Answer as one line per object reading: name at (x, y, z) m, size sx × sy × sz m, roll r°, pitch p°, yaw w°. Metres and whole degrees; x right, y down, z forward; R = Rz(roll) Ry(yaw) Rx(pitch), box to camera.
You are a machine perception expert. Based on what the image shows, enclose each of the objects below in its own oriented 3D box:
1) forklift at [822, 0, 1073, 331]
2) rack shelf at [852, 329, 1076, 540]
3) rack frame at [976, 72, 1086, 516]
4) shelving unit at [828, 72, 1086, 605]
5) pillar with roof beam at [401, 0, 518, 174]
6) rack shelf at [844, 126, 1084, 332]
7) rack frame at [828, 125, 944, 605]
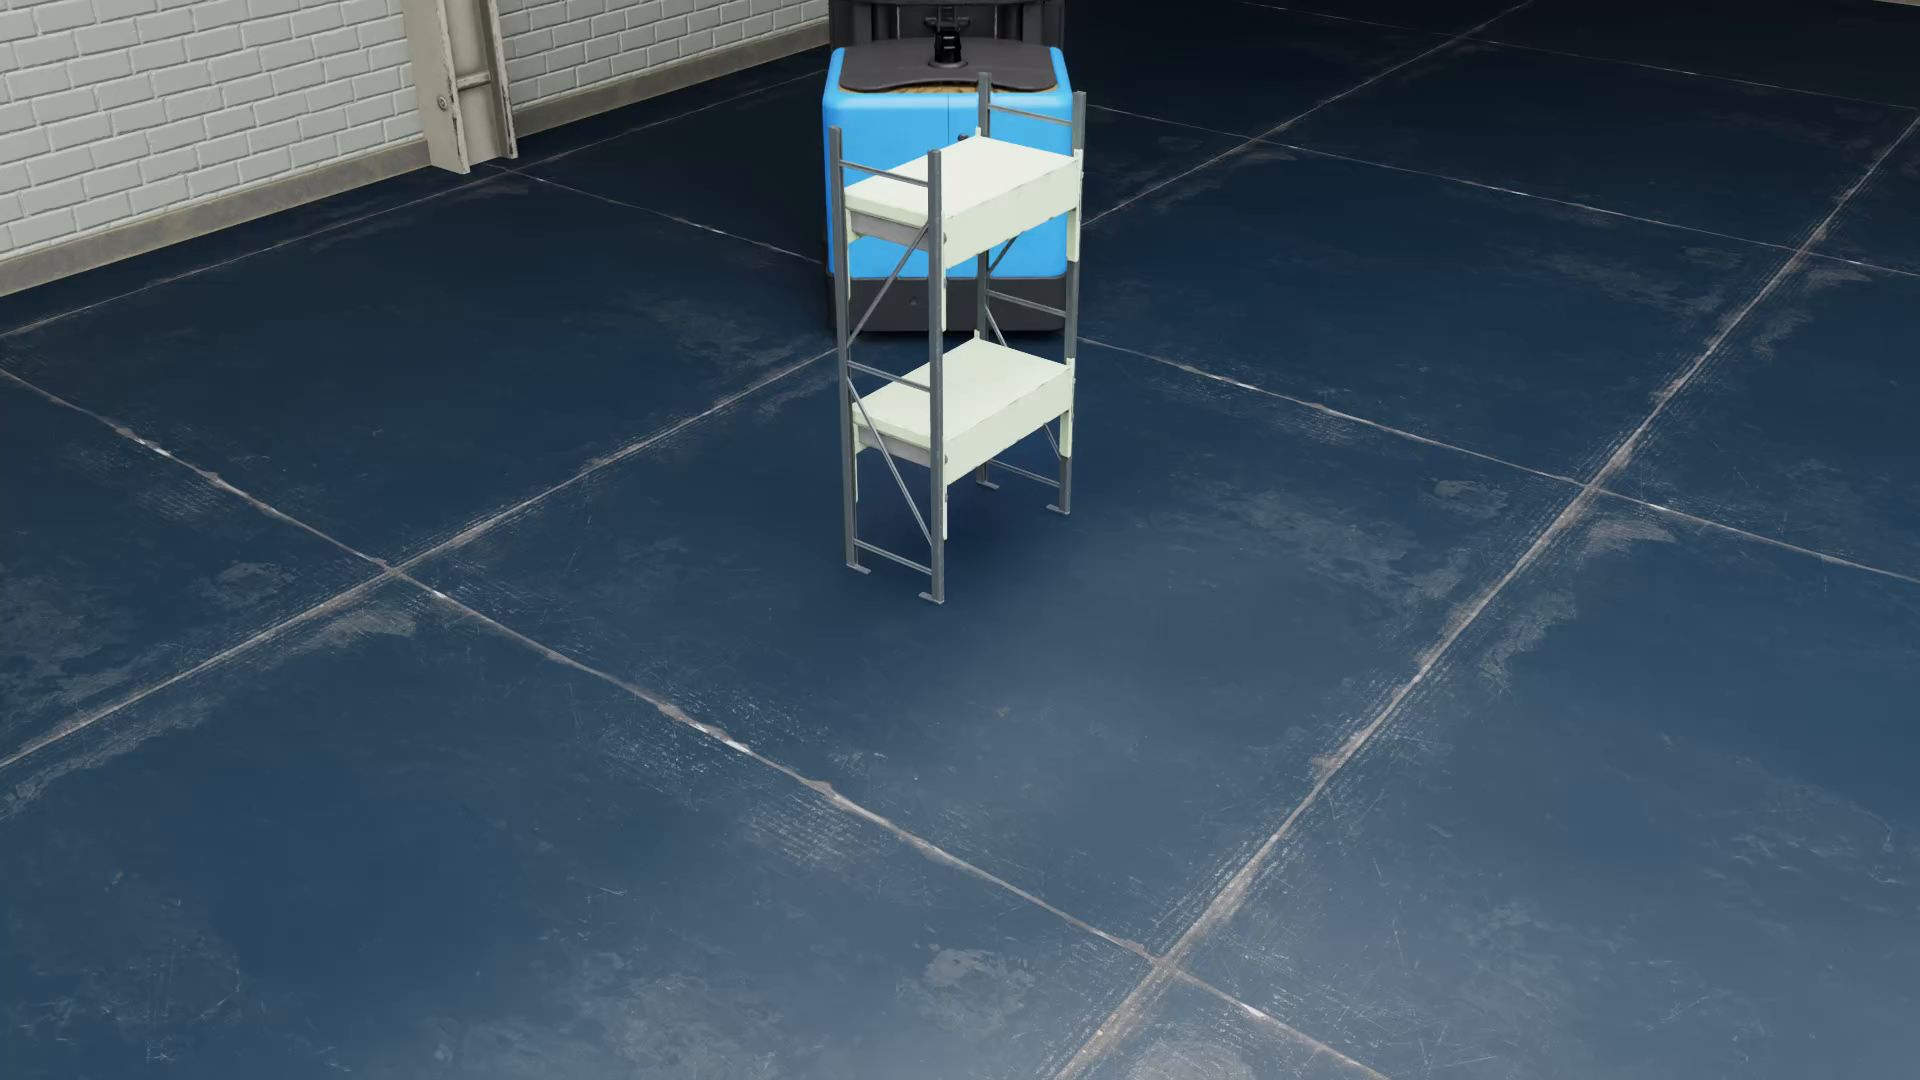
forklift at (-0.065, -2.865, 7.710) m, size 1.130 × 2.935 × 3.031 m, roll 0°, pitch 31°, yaw -1°
rack shelf at (0.004, -0.367, 5.538) m, size 0.431 × 0.370 × 0.720 m, roll 21°, pitch 37°, yaw 31°
rack frame at (0.225, -0.797, 5.623) m, size 0.400 × 1.500 × 0.023 m, roll 21°, pitch 37°, yaw 31°
shelving unit at (0.004, -0.648, 5.372) m, size 0.431 × 1.500 × 0.755 m, roll 21°, pitch 37°, yaw 31°
pillar with roof beam at (0.695, -4.684, 4.828) m, size 9.100 × 9.000 × 0.400 m, roll 21°, pitch 37°, yaw 31°
rack shelf at (0.004, -0.984, 5.173) m, size 0.431 × 0.370 × 0.720 m, roll 21°, pitch 37°, yaw 31°
rack frame at (-0.217, -0.499, 5.121) m, size 0.400 × 1.500 × 0.023 m, roll 21°, pitch 37°, yaw 31°
